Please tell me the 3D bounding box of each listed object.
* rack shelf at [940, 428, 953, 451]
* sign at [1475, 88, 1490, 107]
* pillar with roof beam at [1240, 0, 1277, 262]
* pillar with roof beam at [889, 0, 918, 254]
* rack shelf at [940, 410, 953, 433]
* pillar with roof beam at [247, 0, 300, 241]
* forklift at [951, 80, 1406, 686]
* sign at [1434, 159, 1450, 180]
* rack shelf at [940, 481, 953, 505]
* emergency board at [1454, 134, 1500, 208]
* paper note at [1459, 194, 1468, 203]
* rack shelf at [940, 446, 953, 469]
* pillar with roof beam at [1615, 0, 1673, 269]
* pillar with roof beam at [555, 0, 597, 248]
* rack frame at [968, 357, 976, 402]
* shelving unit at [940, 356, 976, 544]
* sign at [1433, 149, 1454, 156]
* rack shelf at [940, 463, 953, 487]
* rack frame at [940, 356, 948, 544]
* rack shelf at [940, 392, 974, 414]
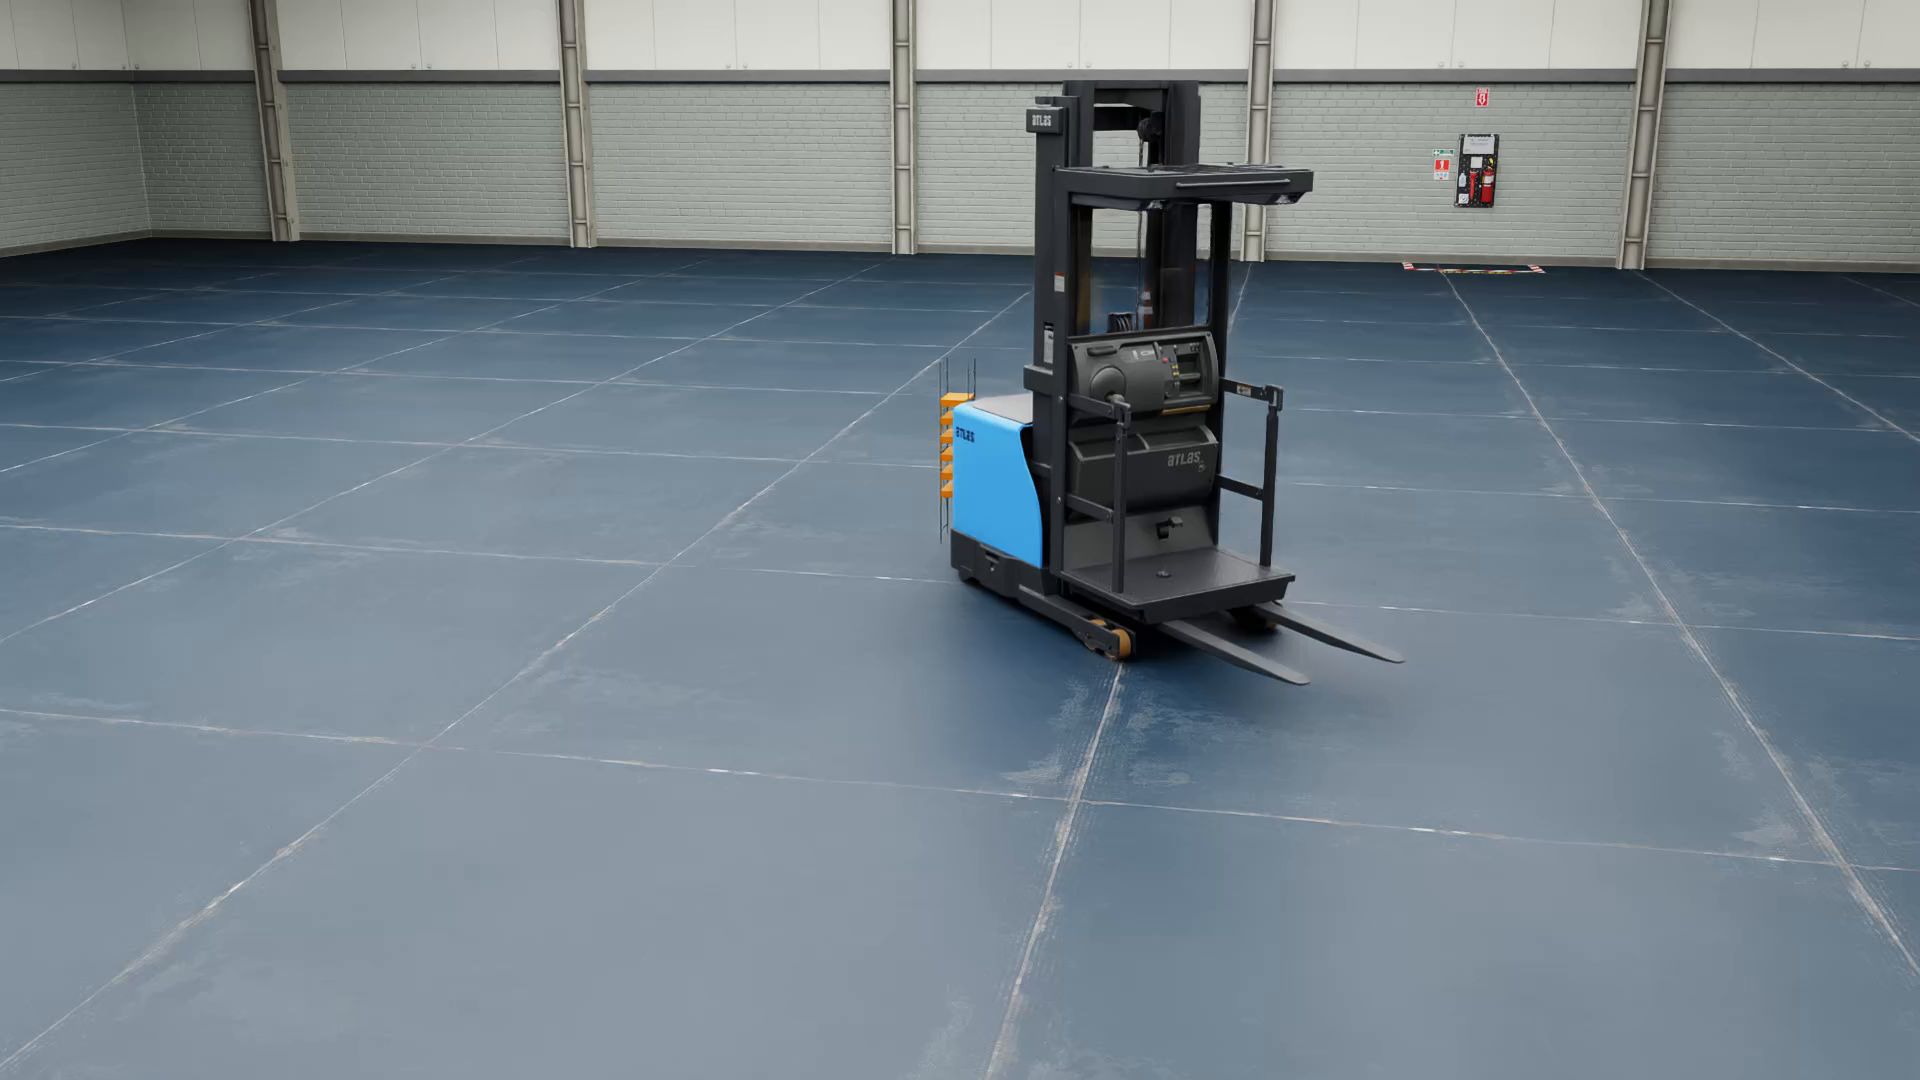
[{"bbox_3d":[-0.014,-0.652,10.814,0.180,0.103,0.258,3,16,11],"label":"rack shelf"},{"bbox_3d":[8.394,-7.115,26.717,0.199,0.298,0.001,3,16,11],"label":"sign"},{"bbox_3d":[4.059,-7.914,22.706,0.400,9.000,9.100,3,16,11],"label":"pillar with roof beam"},{"bbox_3d":[-1.821,-8.233,23.858,0.400,9.000,9.100,3,16,11],"label":"pillar with roof beam"},{"bbox_3d":[-0.014,-0.767,10.782,0.180,0.103,0.258,3,16,11],"label":"rack shelf"},{"bbox_3d":[-13.580,-8.872,26.163,0.400,9.000,9.100,3,16,11],"label":"pillar with roof beam"},{"bbox_3d":[1.115,-0.920,8.823,1.130,2.935,3.031,-9,18,-29],"label":"forklift"},{"bbox_3d":[7.861,-6.045,27.129,0.234,0.329,0.001,3,16,11],"label":"sign"},{"bbox_3d":[-0.014,-0.305,10.911,0.180,0.103,0.258,3,16,11],"label":"rack shelf"},{"bbox_3d":[8.382,-5.972,26.931,0.643,1.169,0.194,3,16,11],"label":"emergency board"},{"bbox_3d":[8.222,-5.574,27.147,0.142,0.148,0.016,3,16,11],"label":"paper note"},{"bbox_3d":[-0.014,-0.536,10.846,0.180,0.103,0.258,3,16,11],"label":"rack shelf"},{"bbox_3d":[9.938,-7.595,21.554,0.400,9.000,9.100,3,16,11],"label":"pillar with roof beam"},{"bbox_3d":[-7.701,-8.553,25.010,0.400,9.000,9.100,3,16,11],"label":"pillar with roof beam"},{"bbox_3d":[0.075,-0.574,10.817,0.006,1.200,0.240,3,16,11],"label":"rack frame"},{"bbox_3d":[-0.014,-0.579,10.835,0.189,1.200,0.258,3,16,11],"label":"shelving unit"},{"bbox_3d":[7.864,-6.298,27.049,0.331,0.109,0.001,3,16,11],"label":"sign"},{"bbox_3d":[-0.014,-0.421,10.879,0.180,0.103,0.258,3,16,11],"label":"rack shelf"},{"bbox_3d":[-0.104,-0.584,10.852,0.006,1.200,0.240,3,16,11],"label":"rack frame"},{"bbox_3d":[-0.014,-0.883,10.750,0.180,0.103,0.258,3,16,11],"label":"rack shelf"}]
